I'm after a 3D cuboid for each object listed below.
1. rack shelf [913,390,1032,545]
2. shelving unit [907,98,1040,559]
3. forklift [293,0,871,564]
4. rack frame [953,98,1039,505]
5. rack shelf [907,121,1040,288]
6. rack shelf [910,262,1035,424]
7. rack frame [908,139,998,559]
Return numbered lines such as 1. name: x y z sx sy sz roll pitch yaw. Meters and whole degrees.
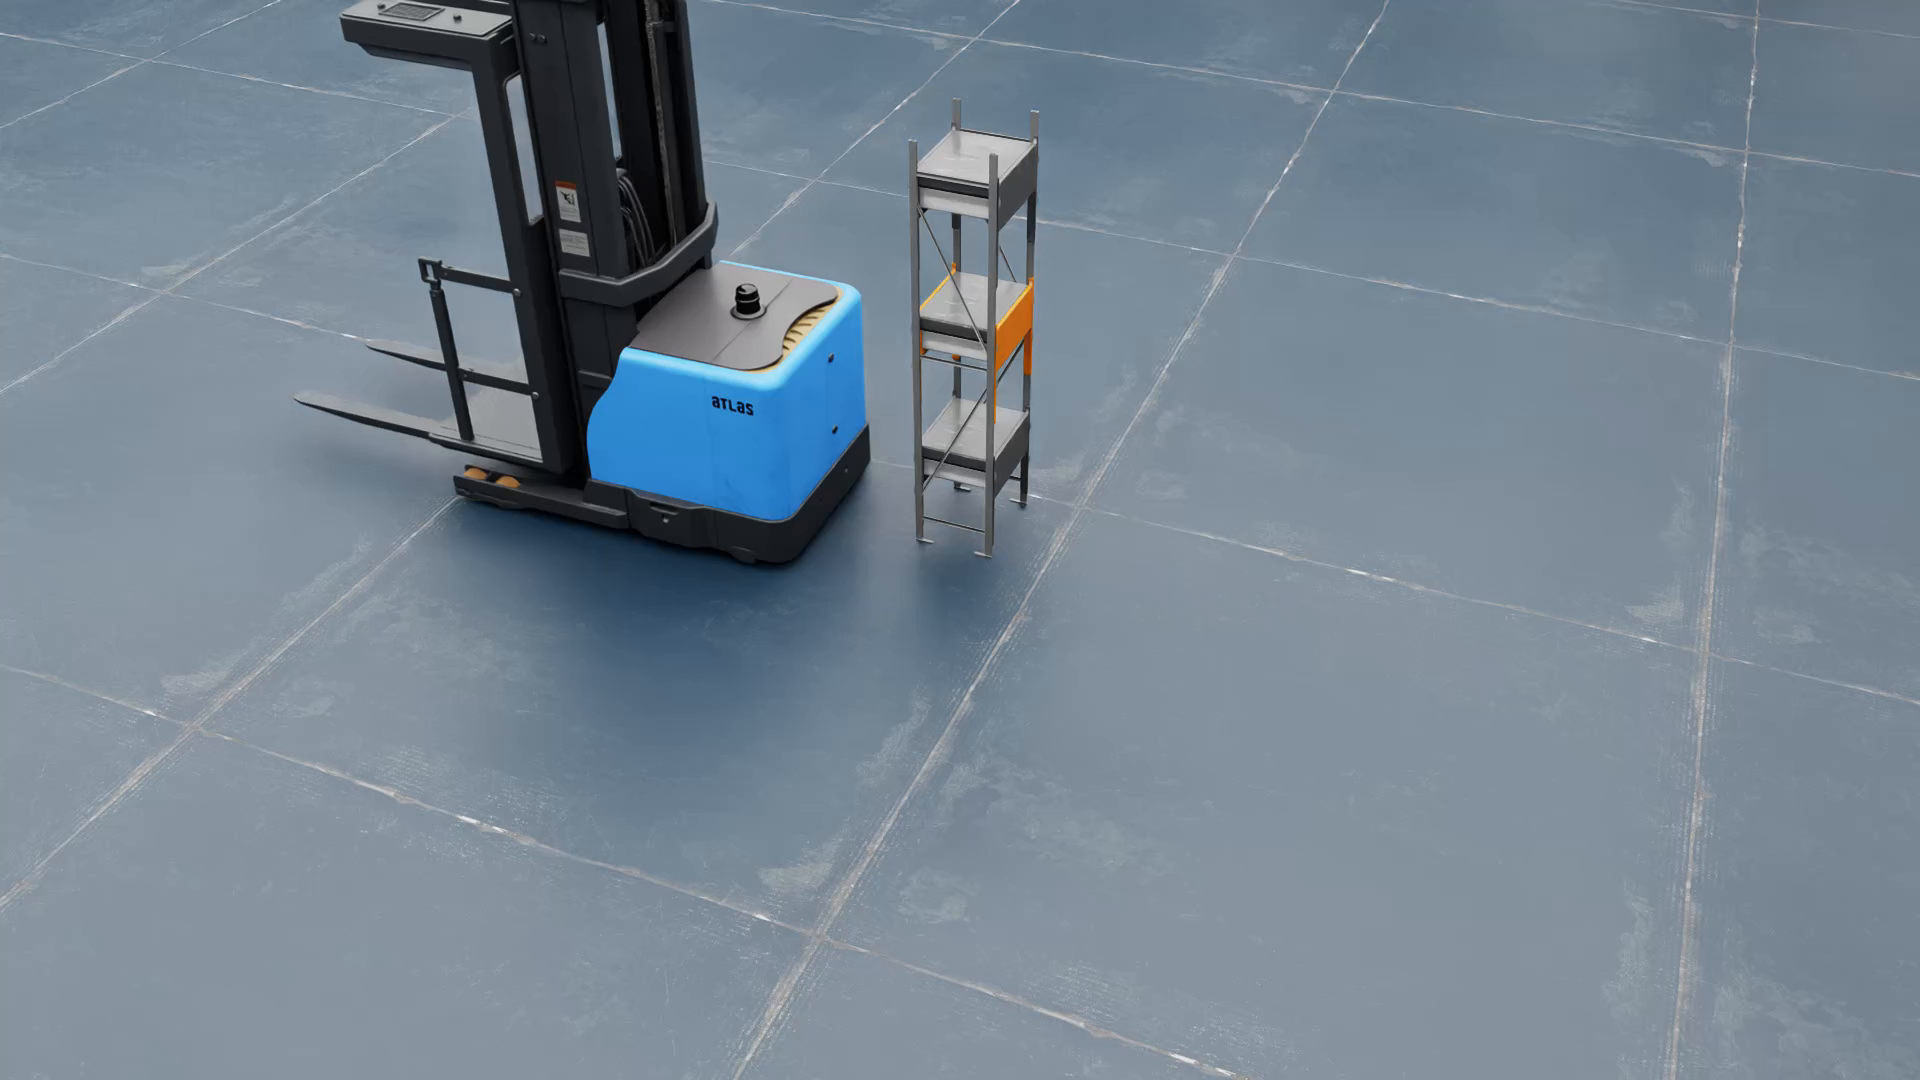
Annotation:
1. rack shelf: 0.063 -0.361 8.171 0.431 0.518 0.480 14 39 18
2. shelving unit: 0.063 -0.933 7.744 0.431 2.100 0.503 14 39 18
3. forklift: -2.038 -1.610 7.956 3.031 2.935 1.130 13 39 17
4. rack frame: 0.156 -1.068 7.925 0.400 2.100 0.015 14 39 18
5. rack shelf: 0.063 -1.482 7.333 0.431 0.518 0.480 14 39 18
6. rack shelf: 0.063 -0.922 7.752 0.431 0.518 0.480 14 39 18
7. rack frame: -0.030 -0.798 7.563 0.400 2.100 0.015 14 39 18
